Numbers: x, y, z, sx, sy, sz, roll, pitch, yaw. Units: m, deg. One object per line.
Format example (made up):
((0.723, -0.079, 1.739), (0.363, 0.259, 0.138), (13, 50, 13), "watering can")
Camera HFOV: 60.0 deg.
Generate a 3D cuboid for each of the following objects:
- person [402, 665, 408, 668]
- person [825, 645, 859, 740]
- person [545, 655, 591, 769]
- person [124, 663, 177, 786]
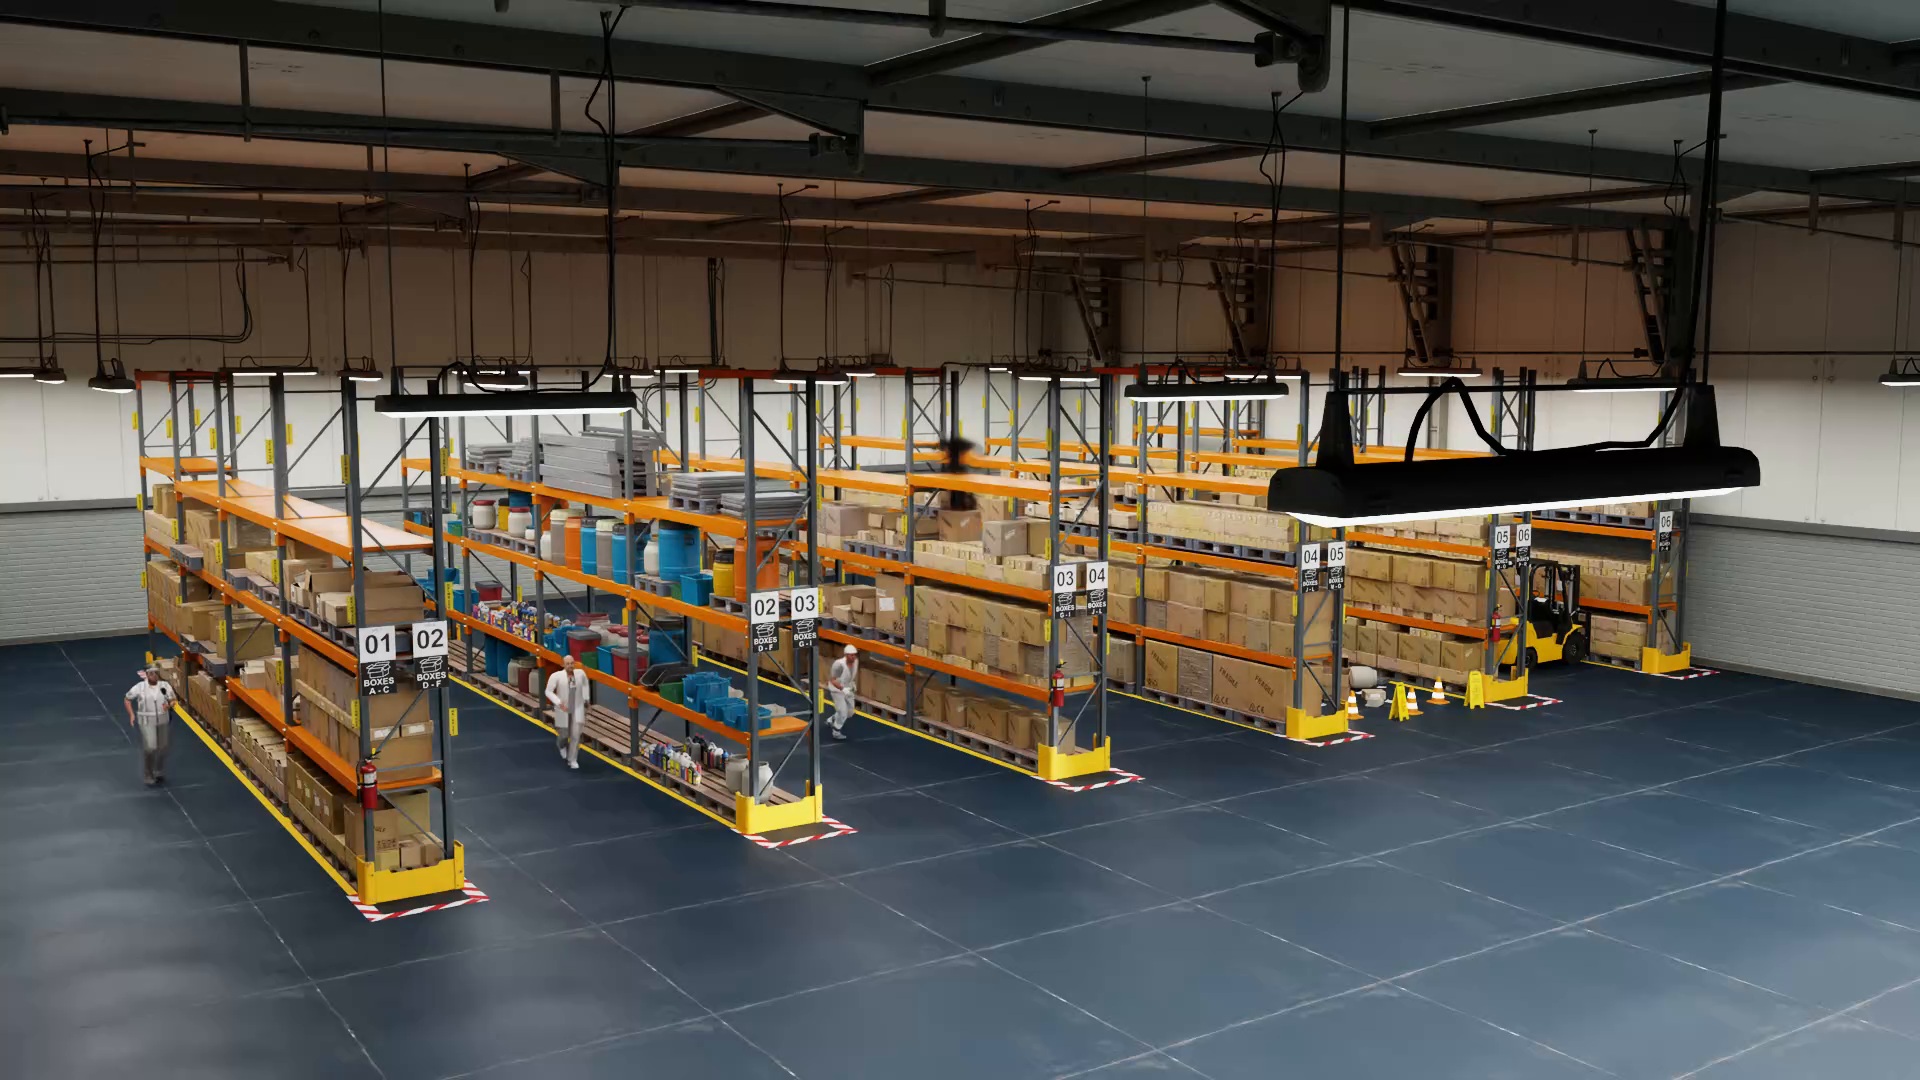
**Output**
((-9.805, 2.250, 28.803), (0.556, 1.738, 0.812), (-4, 8, -34), "person")
((-1.940, 2.463, 27.129), (0.889, 1.619, 0.637), (5, 8, 39), "person")
((-6.030, 2.597, 25.530), (0.705, 1.736, 0.885), (-3, 7, -23), "person")
((-11.841, 2.708, 24.428), (0.656, 1.820, 0.734), (-6, 8, -40), "person")
